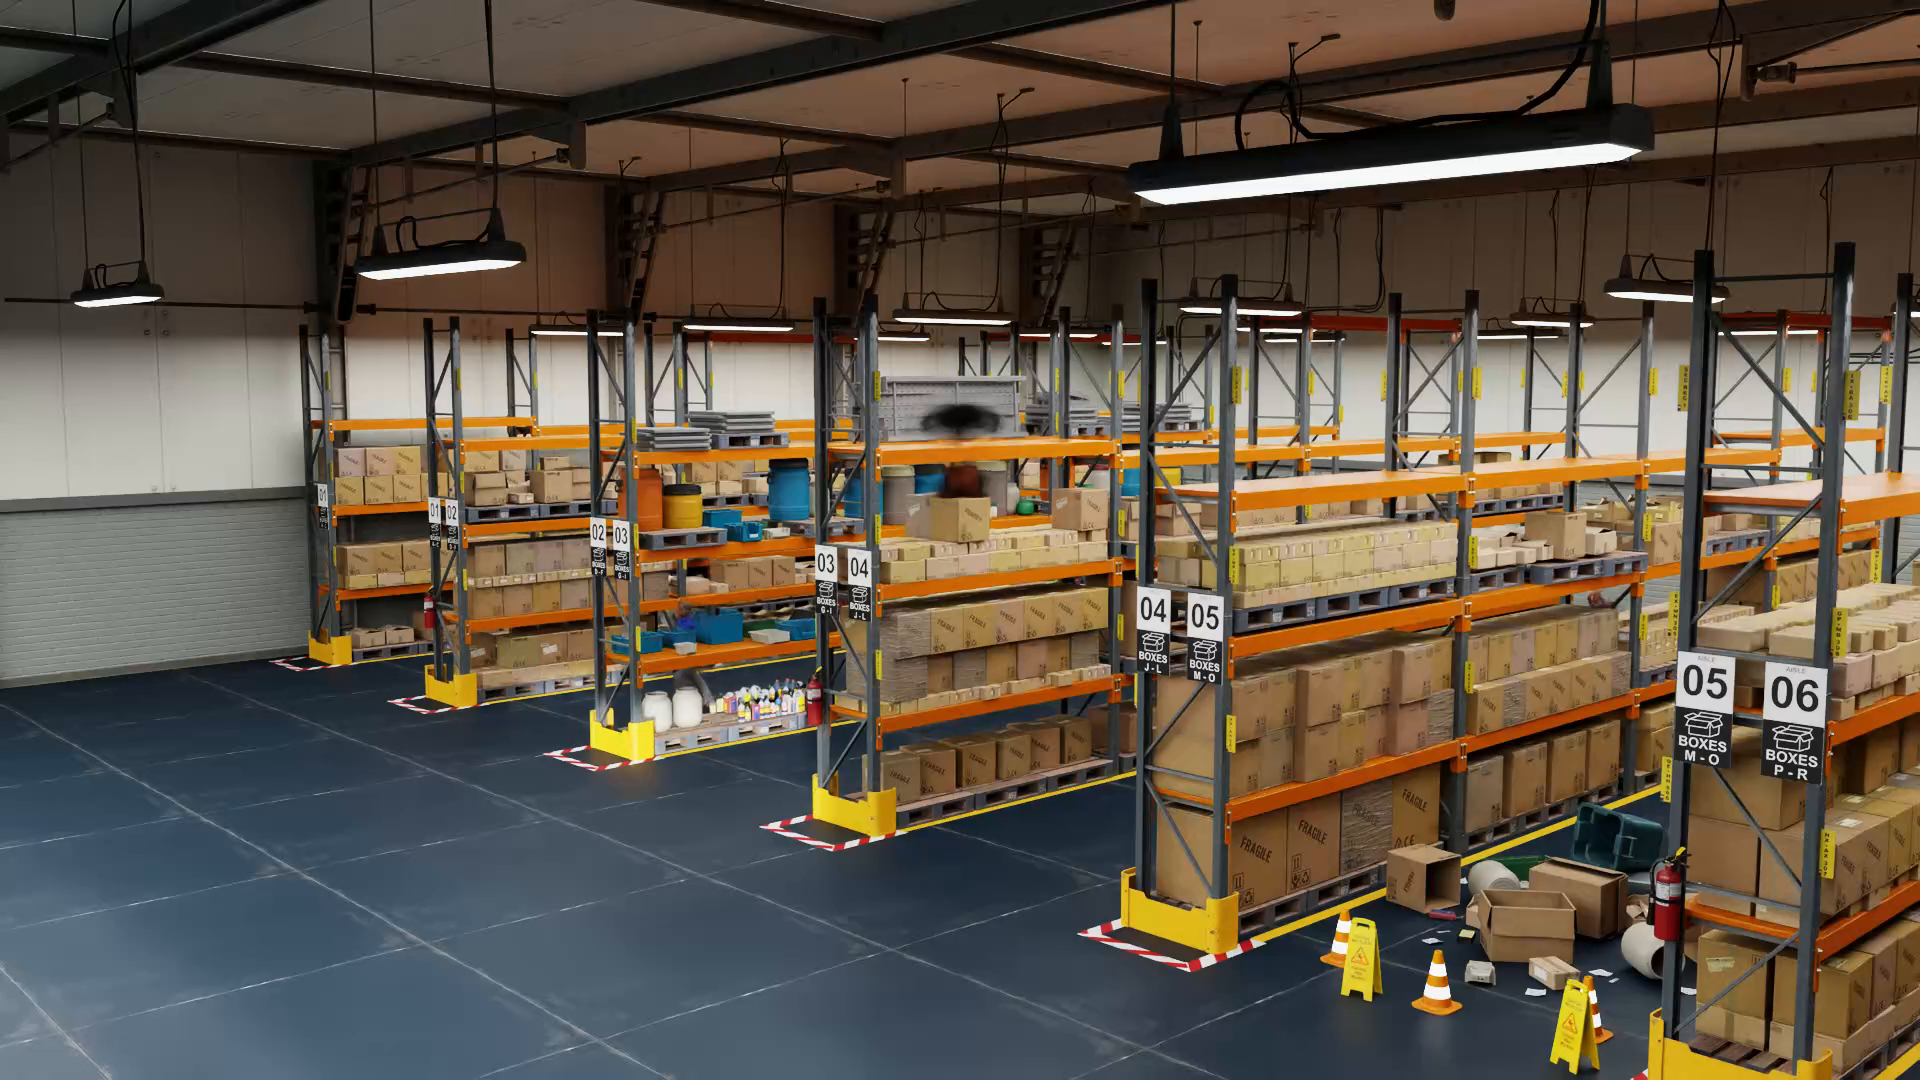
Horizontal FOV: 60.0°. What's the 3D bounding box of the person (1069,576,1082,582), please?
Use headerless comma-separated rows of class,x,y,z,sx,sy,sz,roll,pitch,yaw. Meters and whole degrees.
person,2.107,1.103,32.121,0.660,1.639,0.938,4,7,35

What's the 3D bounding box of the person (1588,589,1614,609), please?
person,10.811,1.534,27.887,1.184,1.603,0.725,-4,7,-32

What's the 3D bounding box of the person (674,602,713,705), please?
person,-4.133,1.788,25.313,0.847,1.715,0.519,-4,7,-35

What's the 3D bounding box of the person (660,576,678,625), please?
person,-5.304,1.251,30.753,0.688,1.640,0.916,3,7,27
